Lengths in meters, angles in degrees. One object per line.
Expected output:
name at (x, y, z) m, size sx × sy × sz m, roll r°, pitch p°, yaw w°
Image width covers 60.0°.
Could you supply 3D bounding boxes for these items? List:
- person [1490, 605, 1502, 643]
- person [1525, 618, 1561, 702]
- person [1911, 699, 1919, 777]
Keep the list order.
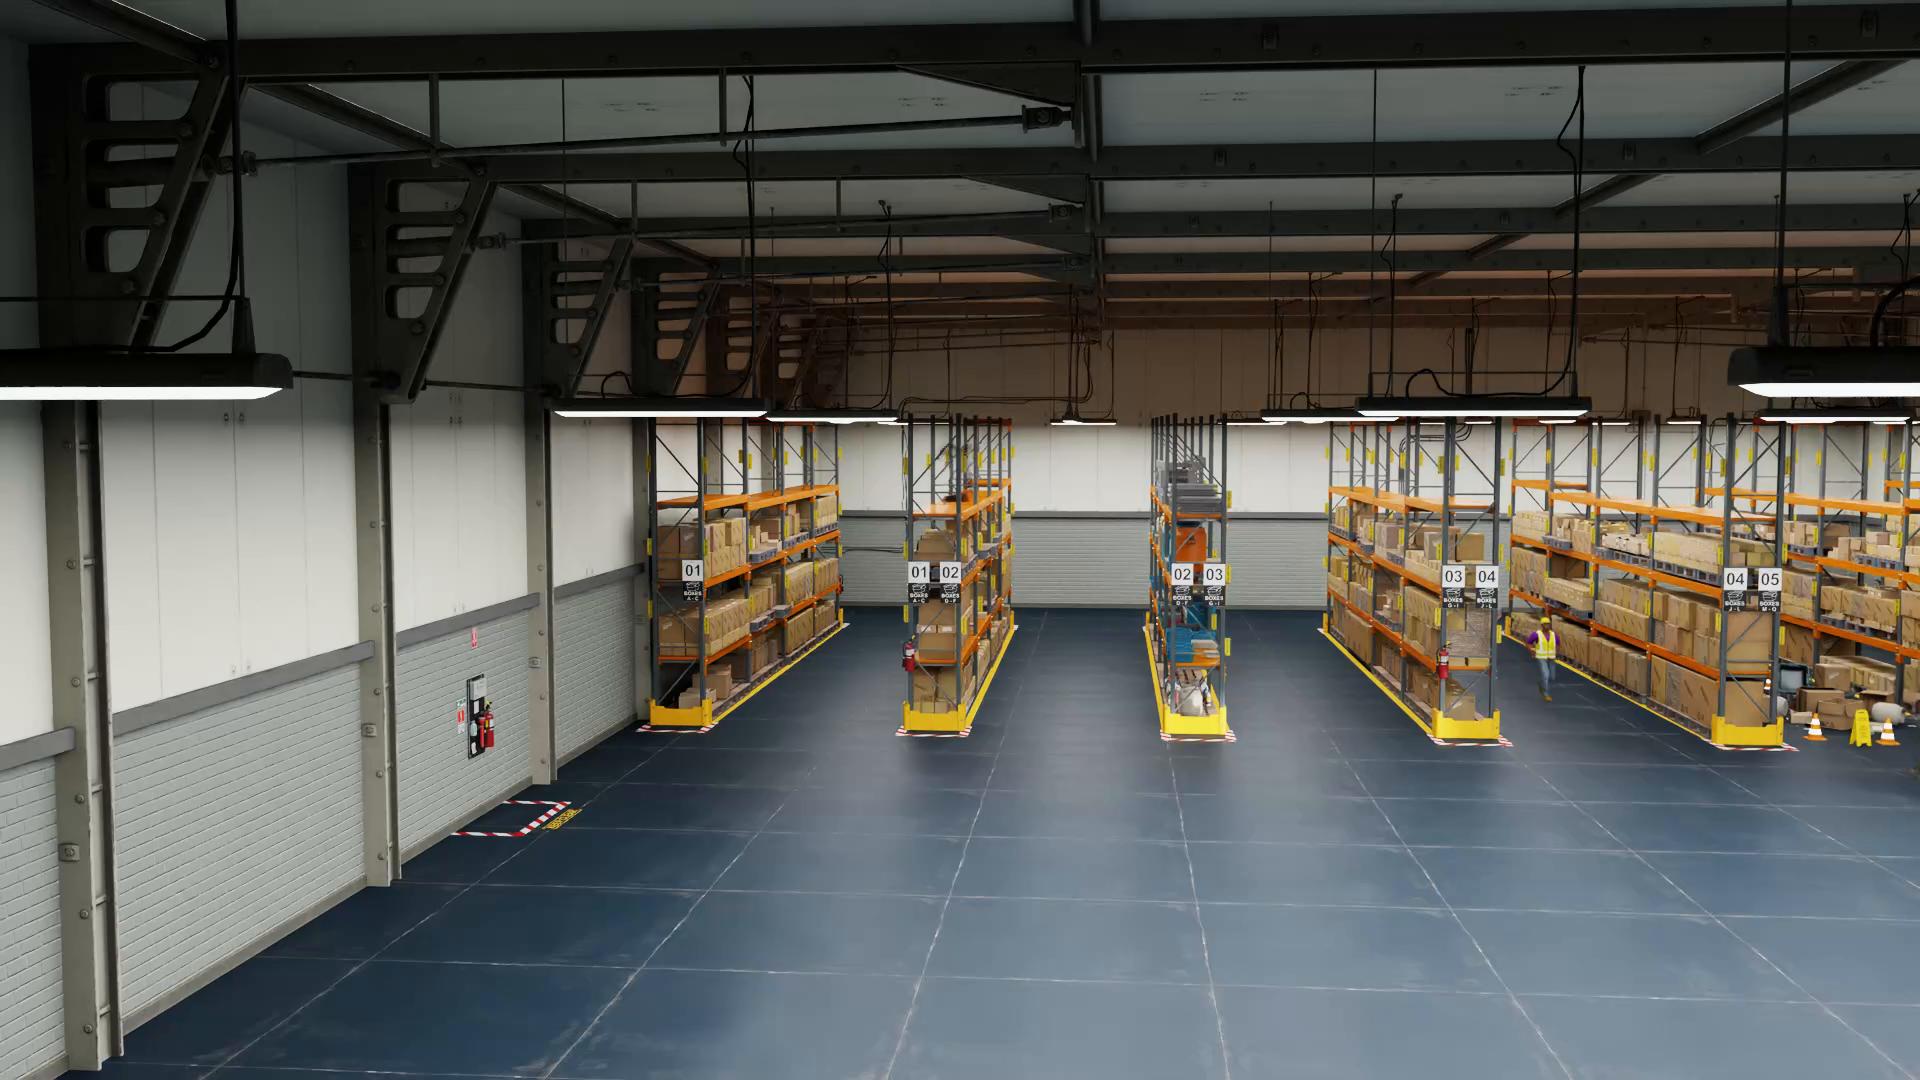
person at (13.157, 2.136, 41.309) m, size 0.565 × 1.571 × 0.705 m, roll 0°, pitch 4°, yaw 3°
person at (12.299, 2.500, 34.981) m, size 0.714 × 1.741 × 0.870 m, roll 0°, pitch 4°, yaw -5°
person at (15.615, 3.099, 26.507) m, size 0.680 × 1.763 × 0.831 m, roll -2°, pitch 5°, yaw -31°
